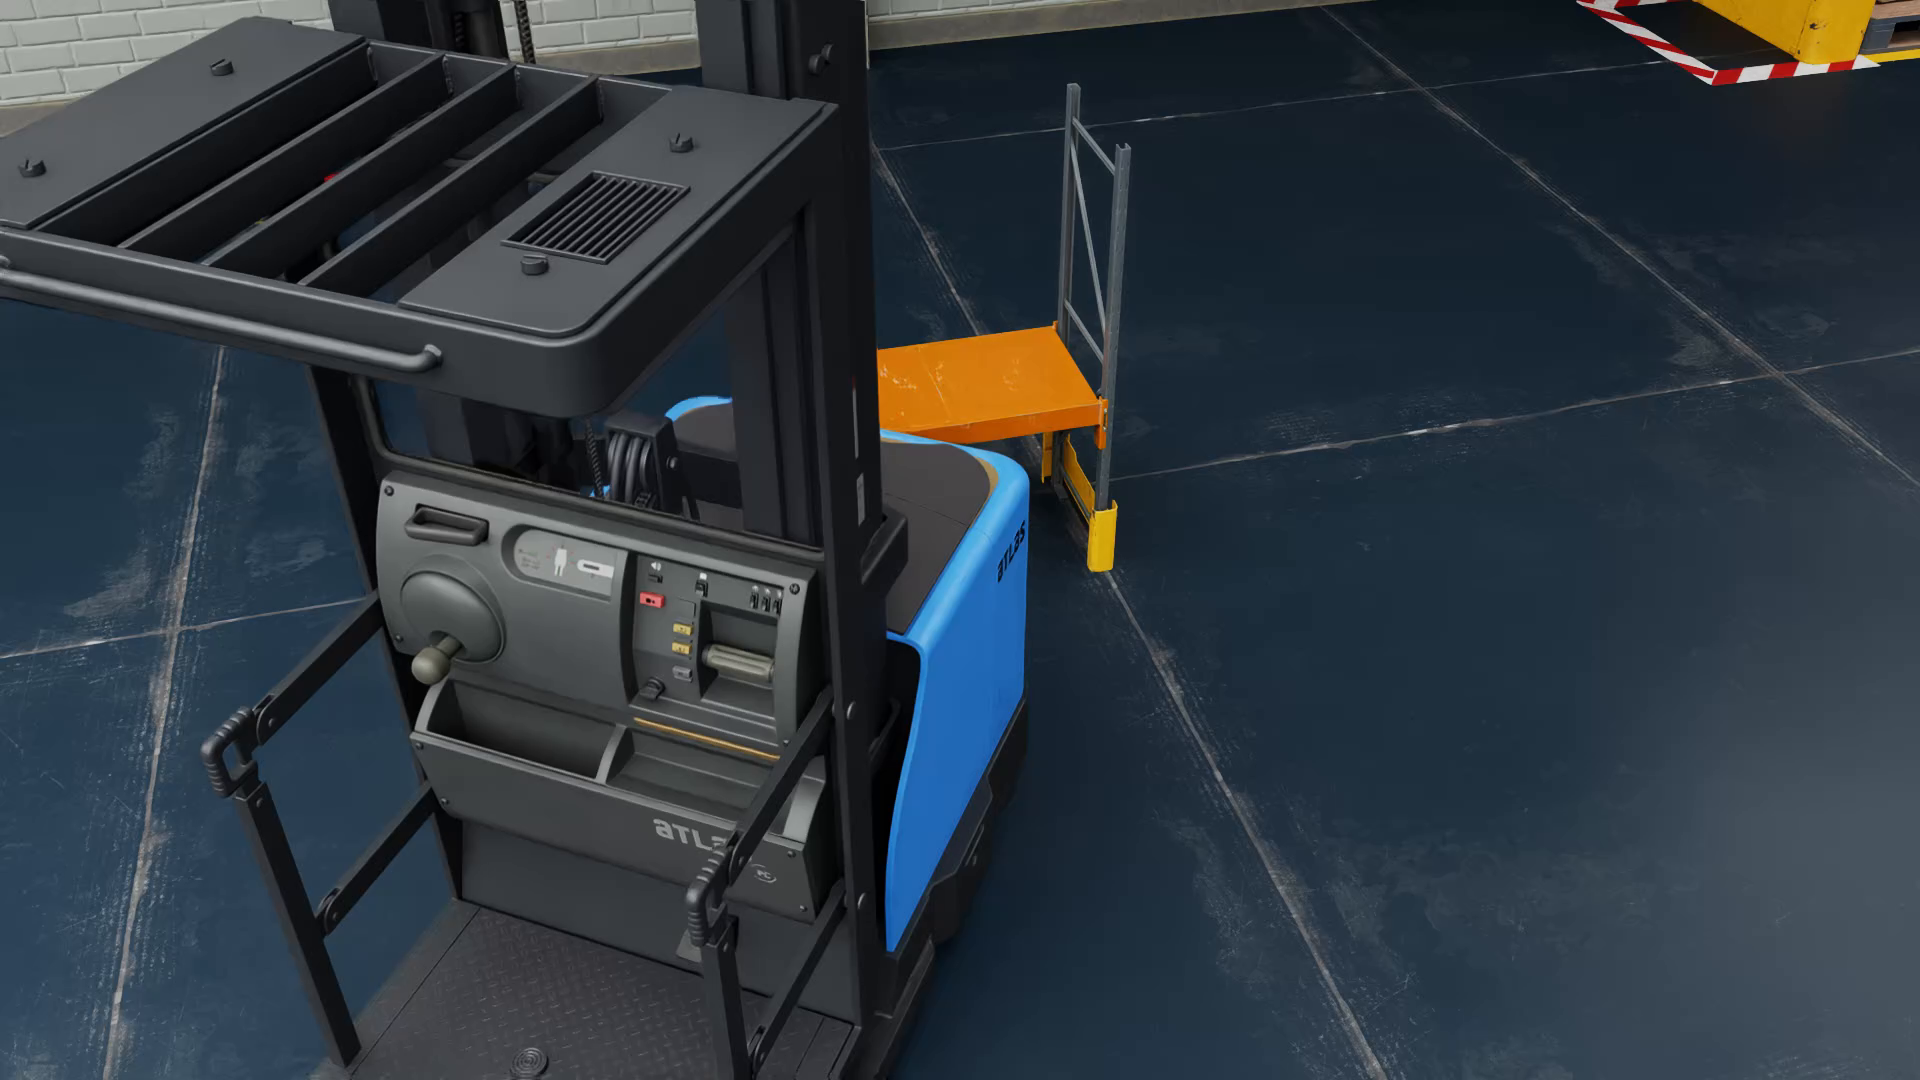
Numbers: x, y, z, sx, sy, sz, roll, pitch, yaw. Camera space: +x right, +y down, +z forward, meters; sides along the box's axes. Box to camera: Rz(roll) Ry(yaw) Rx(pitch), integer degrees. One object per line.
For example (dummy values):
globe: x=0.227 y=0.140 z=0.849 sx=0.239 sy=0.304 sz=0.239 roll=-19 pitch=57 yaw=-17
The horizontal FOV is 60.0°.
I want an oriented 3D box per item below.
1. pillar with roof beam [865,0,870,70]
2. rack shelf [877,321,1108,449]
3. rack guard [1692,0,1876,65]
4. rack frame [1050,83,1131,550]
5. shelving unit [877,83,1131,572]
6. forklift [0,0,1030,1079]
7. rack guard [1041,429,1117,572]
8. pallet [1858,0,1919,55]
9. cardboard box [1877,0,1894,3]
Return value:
pillar with roof beam: x=0.398 y=-3.690 z=3.167 sx=0.400 sy=9.000 sz=9.100 roll=-9 pitch=38 yaw=-12
rack shelf: x=-0.082 y=-0.439 z=5.386 sx=1.000 sy=0.185 sz=0.538 roll=-9 pitch=38 yaw=-12
rack guard: x=4.691 y=-3.184 z=9.500 sx=0.348 sy=0.500 sz=1.175 roll=-9 pitch=38 yaw=-12
rack frame: x=0.408 y=-0.663 z=5.382 sx=0.032 sy=1.500 sz=0.500 roll=-9 pitch=38 yaw=-12
shelving unit: x=-0.074 y=-0.584 z=5.279 sx=1.083 sy=1.500 sz=0.587 roll=-9 pitch=38 yaw=-12
forklift: x=-0.796 y=0.215 z=3.057 sx=1.130 sy=2.935 sz=3.031 roll=13 pitch=39 yaw=16
rack guard: x=0.407 y=-0.166 z=5.761 sx=0.087 sy=0.250 sz=0.587 roll=-9 pitch=38 yaw=-12
pallet: x=5.484 y=-3.177 z=9.729 sx=1.213 sy=0.211 sz=1.003 roll=-9 pitch=38 yaw=-12
cardboard box: x=5.309 y=-3.328 z=9.482 sx=0.500 sy=0.311 sz=0.500 roll=-14 pitch=39 yaw=-17
